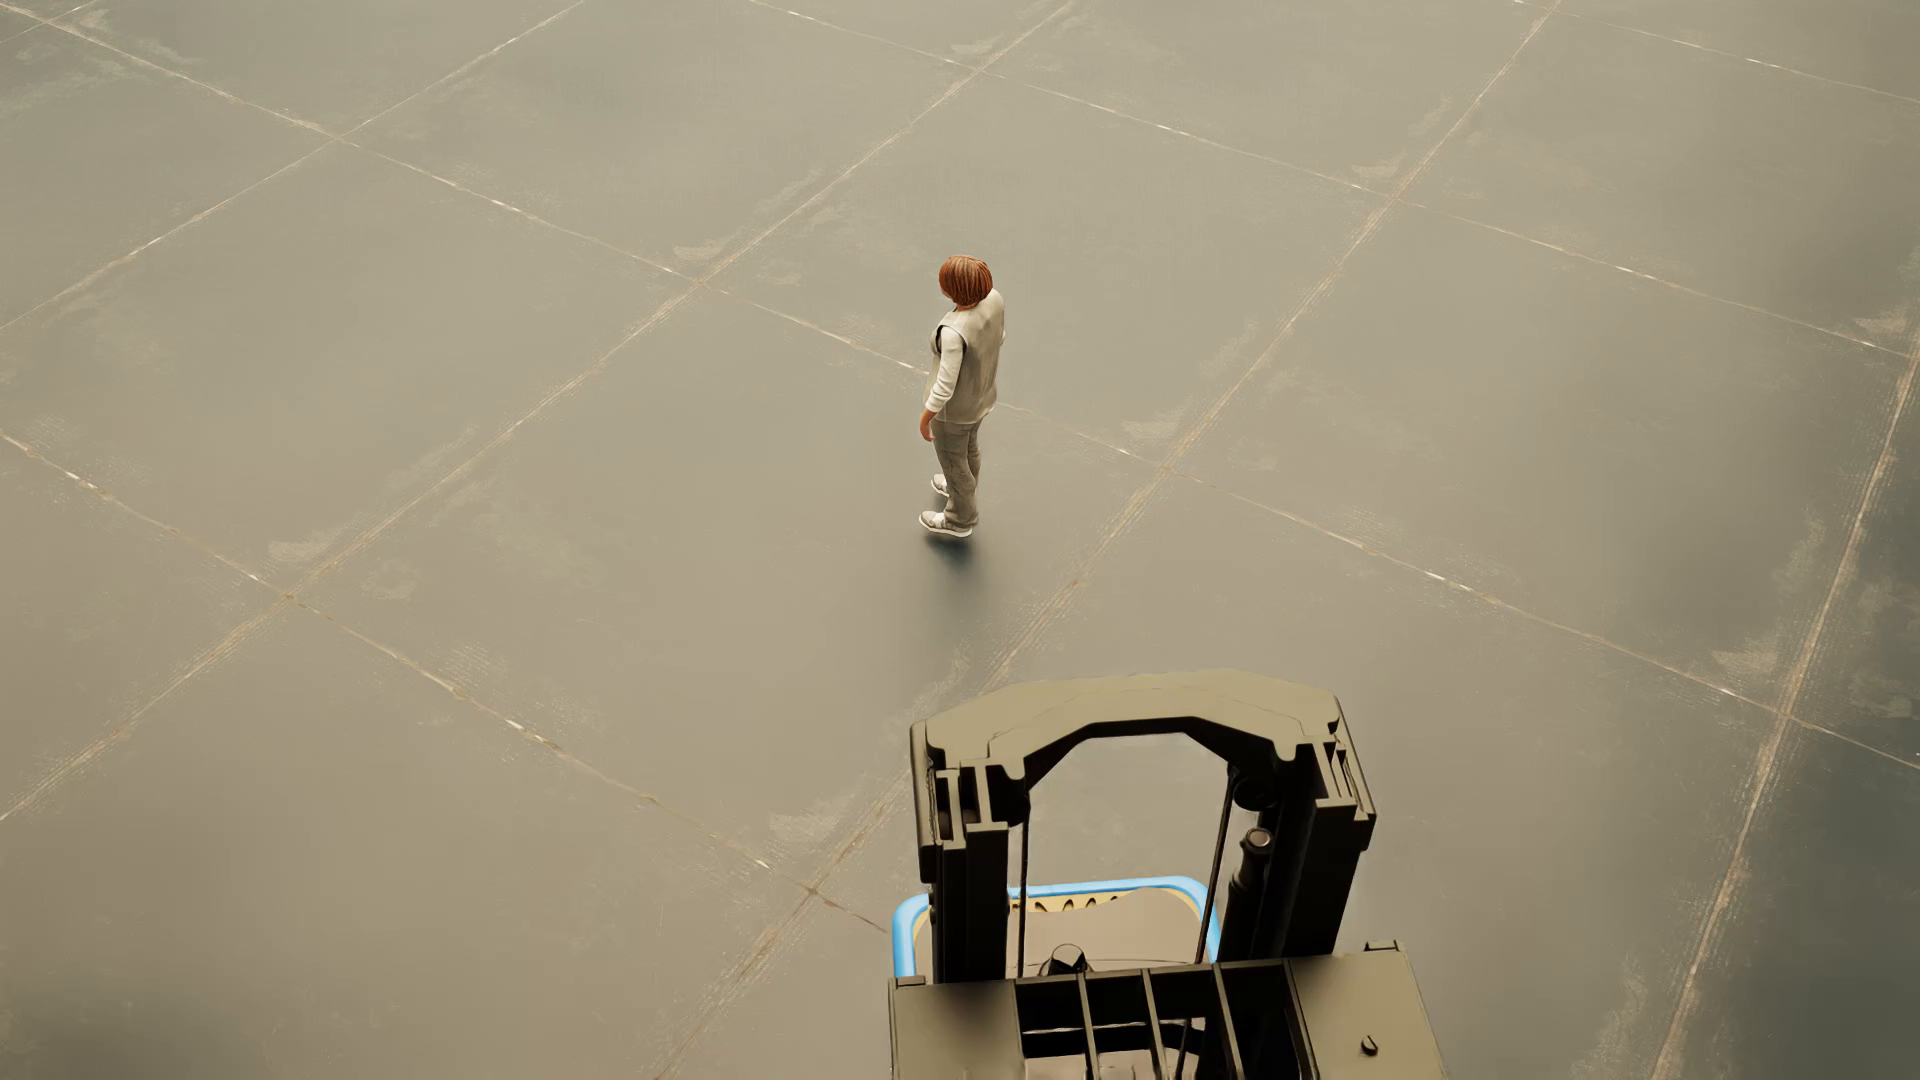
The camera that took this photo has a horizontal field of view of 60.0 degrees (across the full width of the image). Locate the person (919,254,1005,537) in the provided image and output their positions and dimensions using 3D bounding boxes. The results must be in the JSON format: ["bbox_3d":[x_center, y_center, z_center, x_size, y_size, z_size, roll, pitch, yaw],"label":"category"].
[{"bbox_3d":[-0.055,-0.643,7.441,0.472,1.580,0.521,24,48,23],"label":"person"}]

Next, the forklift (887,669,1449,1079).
[{"bbox_3d":[0.416,1.821,3.928,1.130,2.935,3.031,-3,44,-4],"label":"forklift"}]
